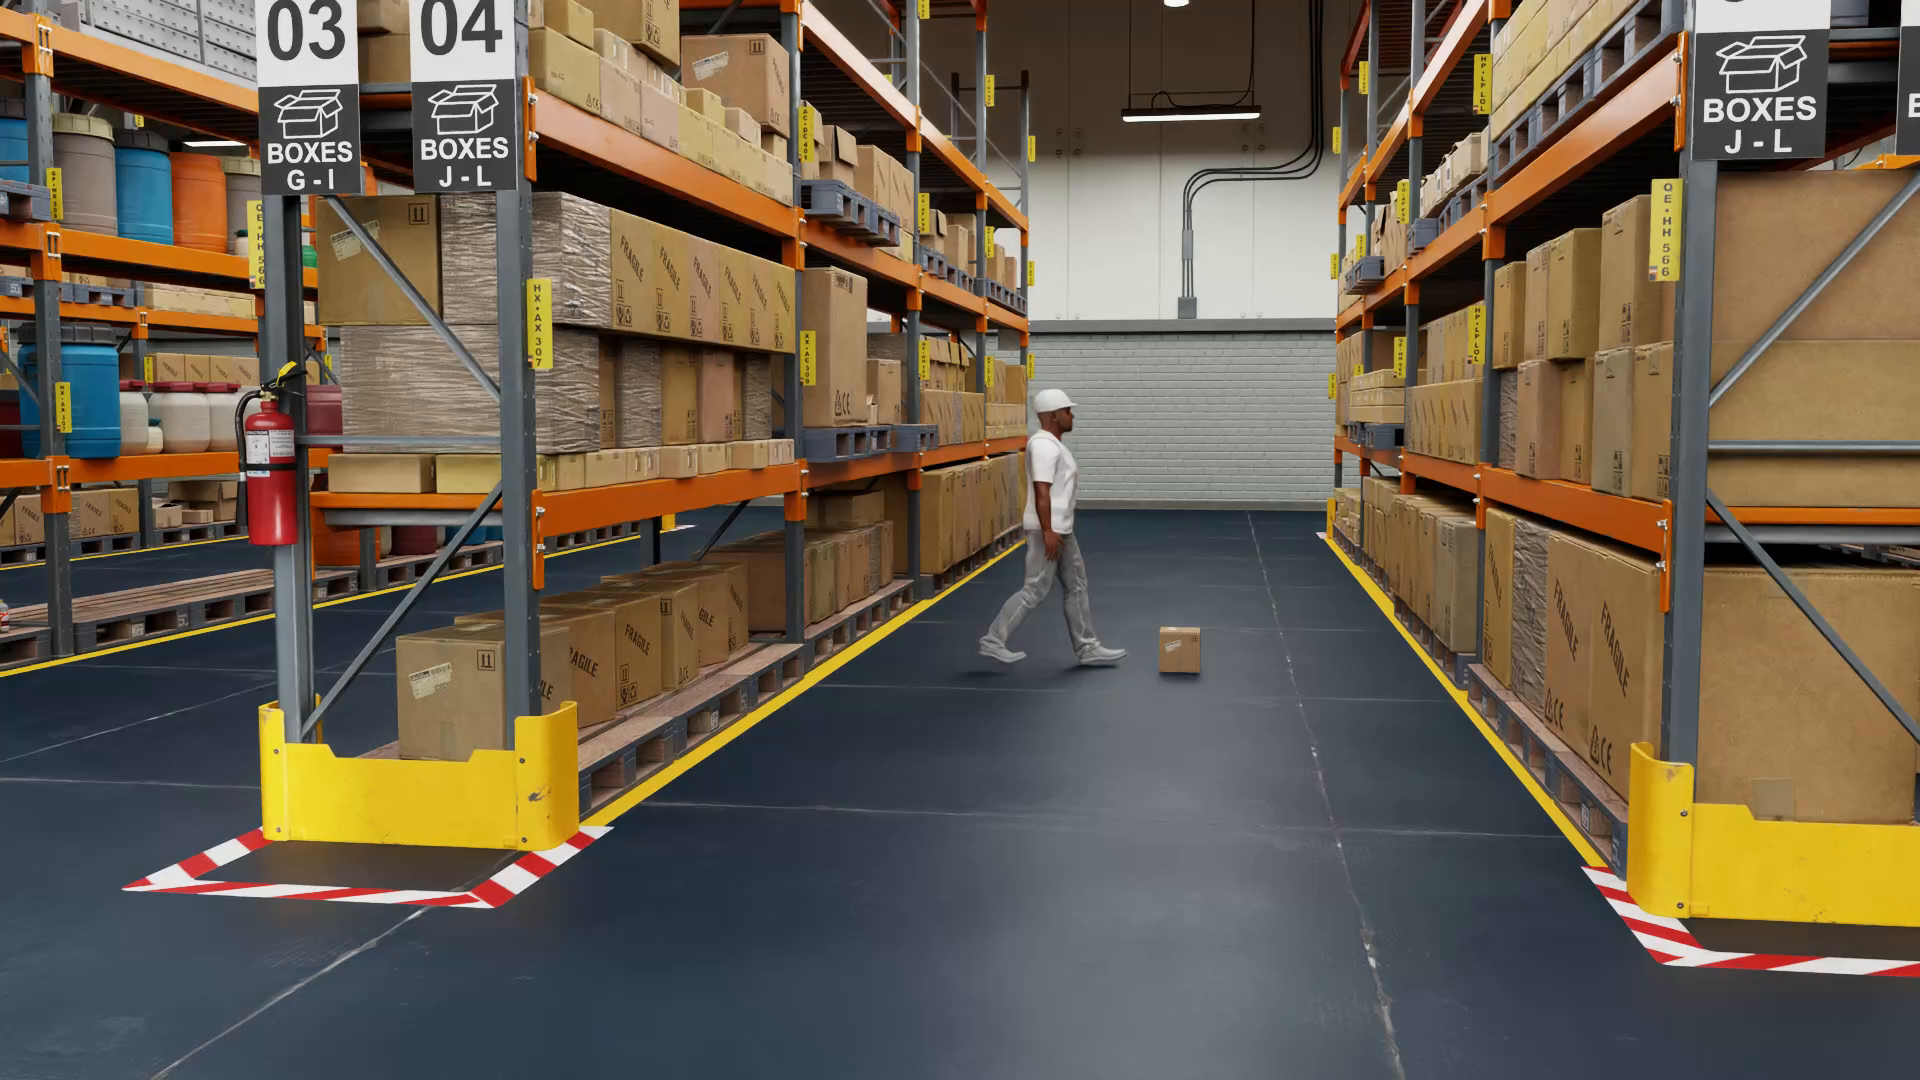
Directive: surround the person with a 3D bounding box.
[{"bbox_3d":[0.590,-0.071,10.412,0.904,1.743,0.602,1,4,8],"label":"person"}]
